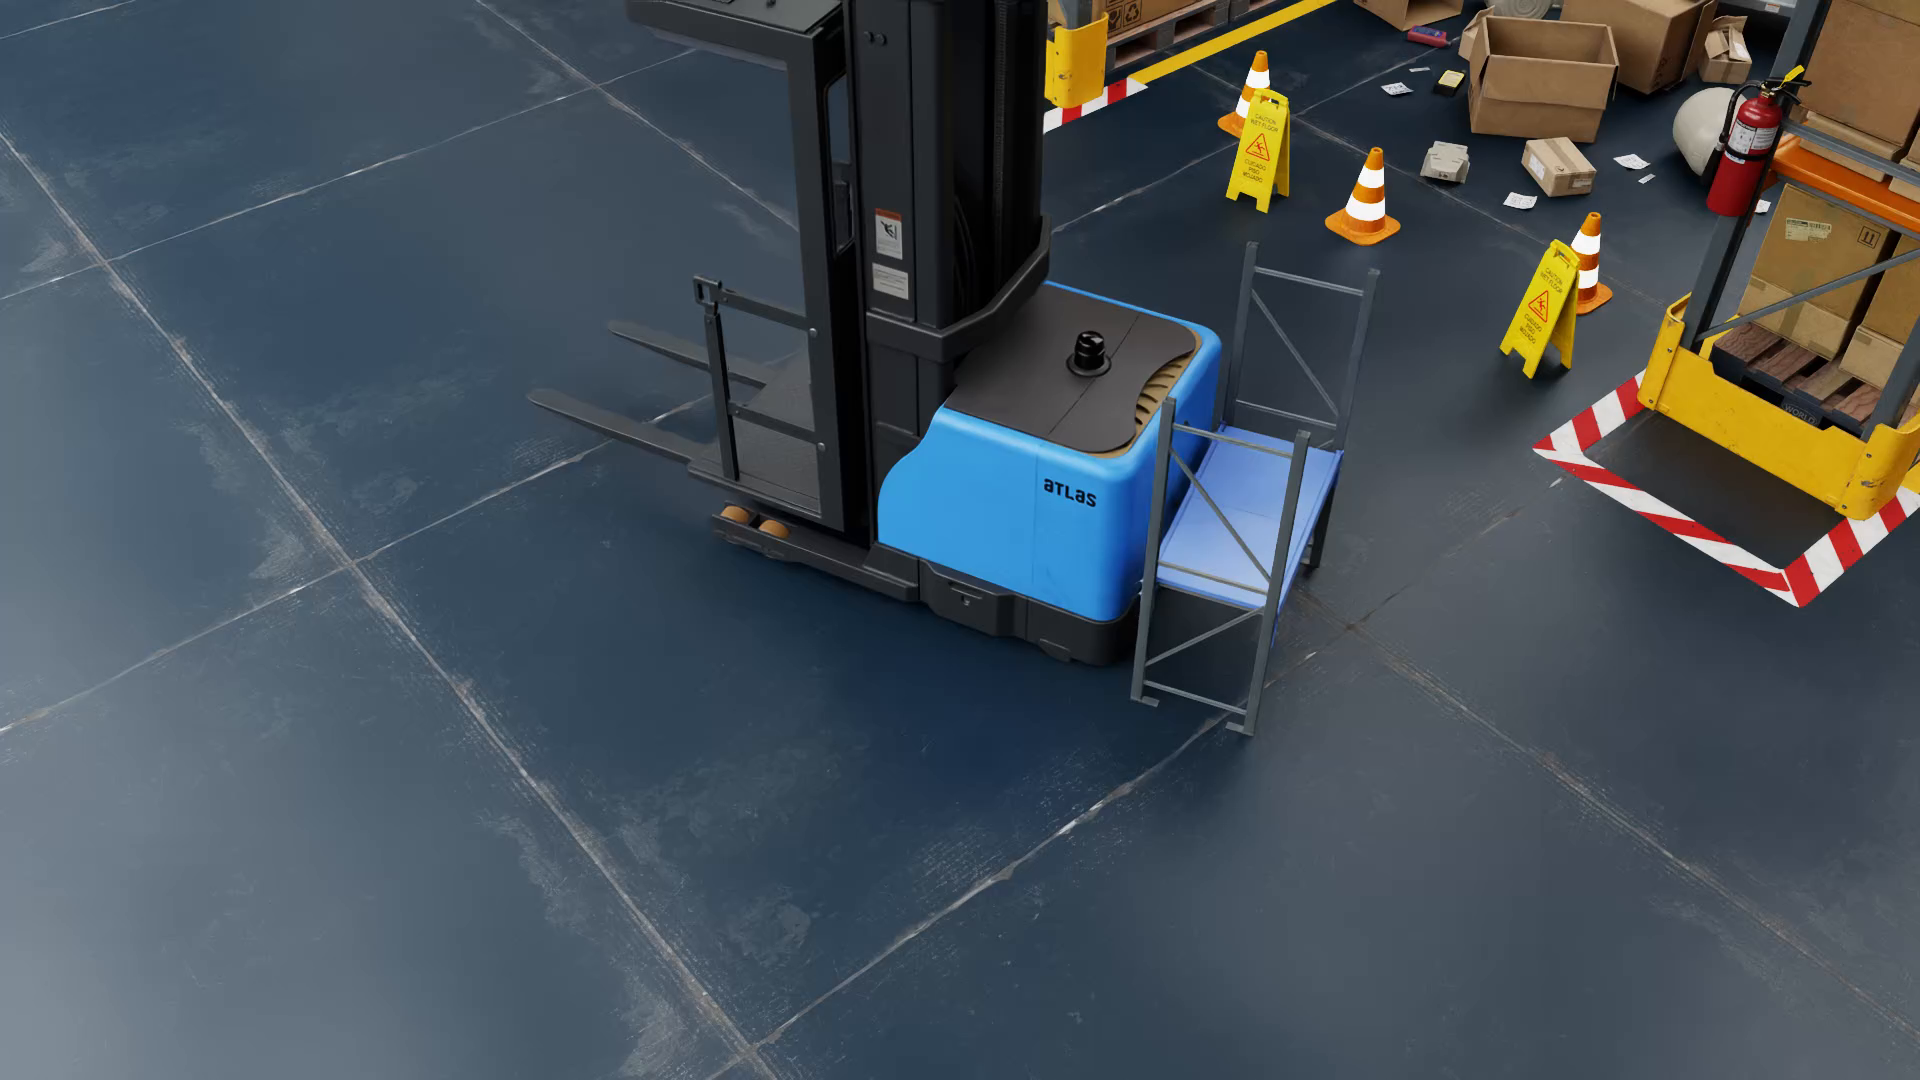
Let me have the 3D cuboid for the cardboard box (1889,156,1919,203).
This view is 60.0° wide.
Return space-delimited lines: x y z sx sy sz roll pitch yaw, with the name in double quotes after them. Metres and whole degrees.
4.061 -1.458 6.795 0.250 0.149 0.380 -30 51 -28 "cardboard box"

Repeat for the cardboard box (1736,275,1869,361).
4.133 -1.167 8.003 0.500 0.250 0.500 -30 51 -28 "cardboard box"

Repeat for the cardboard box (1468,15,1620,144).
3.391 -2.700 9.758 0.797 0.503 0.637 7 44 7 "cardboard box"

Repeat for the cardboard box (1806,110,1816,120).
3.940 -1.864 7.227 0.250 0.149 0.380 -30 51 -28 "cardboard box"

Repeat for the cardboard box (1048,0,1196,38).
0.892 -3.775 10.324 0.875 0.875 0.875 -29 51 -28 "cardboard box"

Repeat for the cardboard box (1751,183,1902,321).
4.115 -1.422 7.727 0.500 0.500 0.500 -29 51 -28 "cardboard box"

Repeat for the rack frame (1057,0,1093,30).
0.414 -4.064 9.386 0.127 3.000 1.000 -30 51 -28 "rack frame"

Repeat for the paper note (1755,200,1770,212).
4.405 -1.862 9.210 0.142 0.019 0.148 22 47 21 "paper note"

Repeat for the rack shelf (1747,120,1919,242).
5.202 -2.126 7.848 4.000 0.370 1.077 -30 51 -28 "rack shelf"

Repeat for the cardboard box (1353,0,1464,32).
2.950 -3.690 10.812 0.500 0.500 0.500 -21 47 -21 "cardboard box"

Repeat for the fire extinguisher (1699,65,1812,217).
3.284 -1.673 6.897 0.183 0.674 0.296 -30 51 -28 "fire extinguisher"

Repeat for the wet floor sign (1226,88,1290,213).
1.662 -2.154 9.072 0.267 0.644 0.232 30 51 28 "wet floor sign"

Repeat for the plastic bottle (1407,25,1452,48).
3.014 -3.212 10.625 0.283 0.061 0.133 22 47 21 "plastic bottle"

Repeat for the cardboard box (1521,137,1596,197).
3.376 -2.106 9.384 0.250 0.149 0.380 -7 44 -7 "cardboard box"

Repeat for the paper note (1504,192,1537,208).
3.116 -1.888 9.237 0.148 0.019 0.142 22 47 21 "paper note"

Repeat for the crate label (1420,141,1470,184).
2.760 -2.144 9.432 0.250 0.136 0.298 14 45 15 "crate label"

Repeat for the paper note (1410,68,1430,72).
2.866 -2.932 10.365 0.123 0.001 0.032 -7 44 -7 "paper note"

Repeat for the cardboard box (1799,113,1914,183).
3.817 -1.694 7.046 0.250 0.149 0.380 -28 50 -27 "cardboard box"

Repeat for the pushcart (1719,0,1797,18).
5.235 -3.486 10.686 1.648 0.377 0.936 22 47 21 "pushcart"

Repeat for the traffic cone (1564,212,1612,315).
3.170 -1.451 8.457 0.334 0.463 0.336 -30 51 -28 "traffic cone"

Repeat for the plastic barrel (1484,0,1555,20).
3.596 -3.578 10.751 0.421 0.421 0.512 0 43 0 "plastic barrel"

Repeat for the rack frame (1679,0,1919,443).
3.668 -1.509 6.666 0.127 3.000 1.000 -30 51 -28 "rack frame"

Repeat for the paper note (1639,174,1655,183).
3.894 -2.048 9.424 0.123 0.001 0.032 -30 51 -28 "paper note"

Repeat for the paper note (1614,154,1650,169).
3.863 -2.178 9.555 0.142 0.019 0.148 -14 45 -14 "paper note"

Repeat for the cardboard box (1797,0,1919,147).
3.907 -2.037 6.938 0.500 0.500 0.500 -31 51 -29 "cardboard box"

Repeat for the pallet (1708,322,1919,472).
4.372 -0.865 8.016 1.213 0.211 1.003 -30 51 -28 "pallet"

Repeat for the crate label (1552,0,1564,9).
3.997 -3.643 11.029 0.298 0.136 0.250 7 44 7 "crate label"

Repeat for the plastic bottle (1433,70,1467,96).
3.015 -2.821 10.209 0.133 0.061 0.283 22 47 21 "plastic bottle"

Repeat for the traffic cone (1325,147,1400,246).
2.197 -1.884 8.918 0.334 0.463 0.336 -30 51 -28 "traffic cone"

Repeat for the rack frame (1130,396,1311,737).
0.911 0.139 6.007 0.500 1.500 0.032 16 46 17 "rack frame"

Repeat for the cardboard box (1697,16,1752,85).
4.734 -3.039 10.292 0.258 0.266 0.396 7 44 7 "cardboard box"

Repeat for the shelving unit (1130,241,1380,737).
1.110 -0.181 6.347 0.538 1.500 1.048 16 46 17 "shelving unit"

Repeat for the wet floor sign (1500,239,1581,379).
2.835 -1.130 7.981 0.232 0.644 0.267 -14 45 -14 "wet floor sign"

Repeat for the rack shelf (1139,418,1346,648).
1.110 -0.050 6.471 0.538 0.185 1.000 16 46 17 "rack shelf"

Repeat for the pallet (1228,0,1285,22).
1.913 -3.973 11.326 1.213 0.211 1.003 -30 51 -28 "pallet"

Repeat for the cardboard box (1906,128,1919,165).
4.209 -1.717 6.596 0.500 0.500 0.500 -31 51 -28 "cardboard box"

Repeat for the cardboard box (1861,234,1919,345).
4.482 -1.153 7.441 0.500 0.500 0.500 -32 52 -29 "cardboard box"

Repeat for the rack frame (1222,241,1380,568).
1.310 -0.501 6.688 0.500 1.500 0.032 16 46 17 "rack frame"

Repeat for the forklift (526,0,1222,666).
-0.497 -1.288 6.481 3.031 2.935 1.130 20 47 20 "forklift"

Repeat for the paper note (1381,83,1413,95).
2.674 -2.760 10.168 0.142 0.017 0.144 -14 45 -14 "paper note"

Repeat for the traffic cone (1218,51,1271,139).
1.733 -2.627 9.709 0.334 0.463 0.336 -30 51 -28 "traffic cone"

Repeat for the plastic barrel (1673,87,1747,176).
4.281 -2.272 9.360 0.421 0.421 0.512 0 43 0 "plastic barrel"

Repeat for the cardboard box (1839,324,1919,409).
4.464 -0.869 7.686 0.500 0.250 0.500 -30 51 -28 "cardboard box"

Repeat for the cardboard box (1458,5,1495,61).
3.346 -3.102 10.359 0.258 0.266 0.396 -21 47 -21 "cardboard box"

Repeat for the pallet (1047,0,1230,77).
0.977 -3.440 10.759 1.213 0.211 1.003 -30 51 -28 "pallet"

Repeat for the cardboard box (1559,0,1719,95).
4.103 -3.165 10.153 0.503 0.637 0.797 -30 51 -28 "cardboard box"

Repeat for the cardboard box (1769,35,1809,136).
5.041 -2.600 9.651 0.500 0.500 0.500 0 43 0 "cardboard box"

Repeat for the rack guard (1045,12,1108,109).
0.396 -3.143 10.231 0.348 0.500 1.175 -30 51 -28 "rack guard"

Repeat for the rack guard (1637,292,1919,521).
3.726 -0.632 7.557 0.348 0.500 1.175 -30 51 -28 "rack guard"
